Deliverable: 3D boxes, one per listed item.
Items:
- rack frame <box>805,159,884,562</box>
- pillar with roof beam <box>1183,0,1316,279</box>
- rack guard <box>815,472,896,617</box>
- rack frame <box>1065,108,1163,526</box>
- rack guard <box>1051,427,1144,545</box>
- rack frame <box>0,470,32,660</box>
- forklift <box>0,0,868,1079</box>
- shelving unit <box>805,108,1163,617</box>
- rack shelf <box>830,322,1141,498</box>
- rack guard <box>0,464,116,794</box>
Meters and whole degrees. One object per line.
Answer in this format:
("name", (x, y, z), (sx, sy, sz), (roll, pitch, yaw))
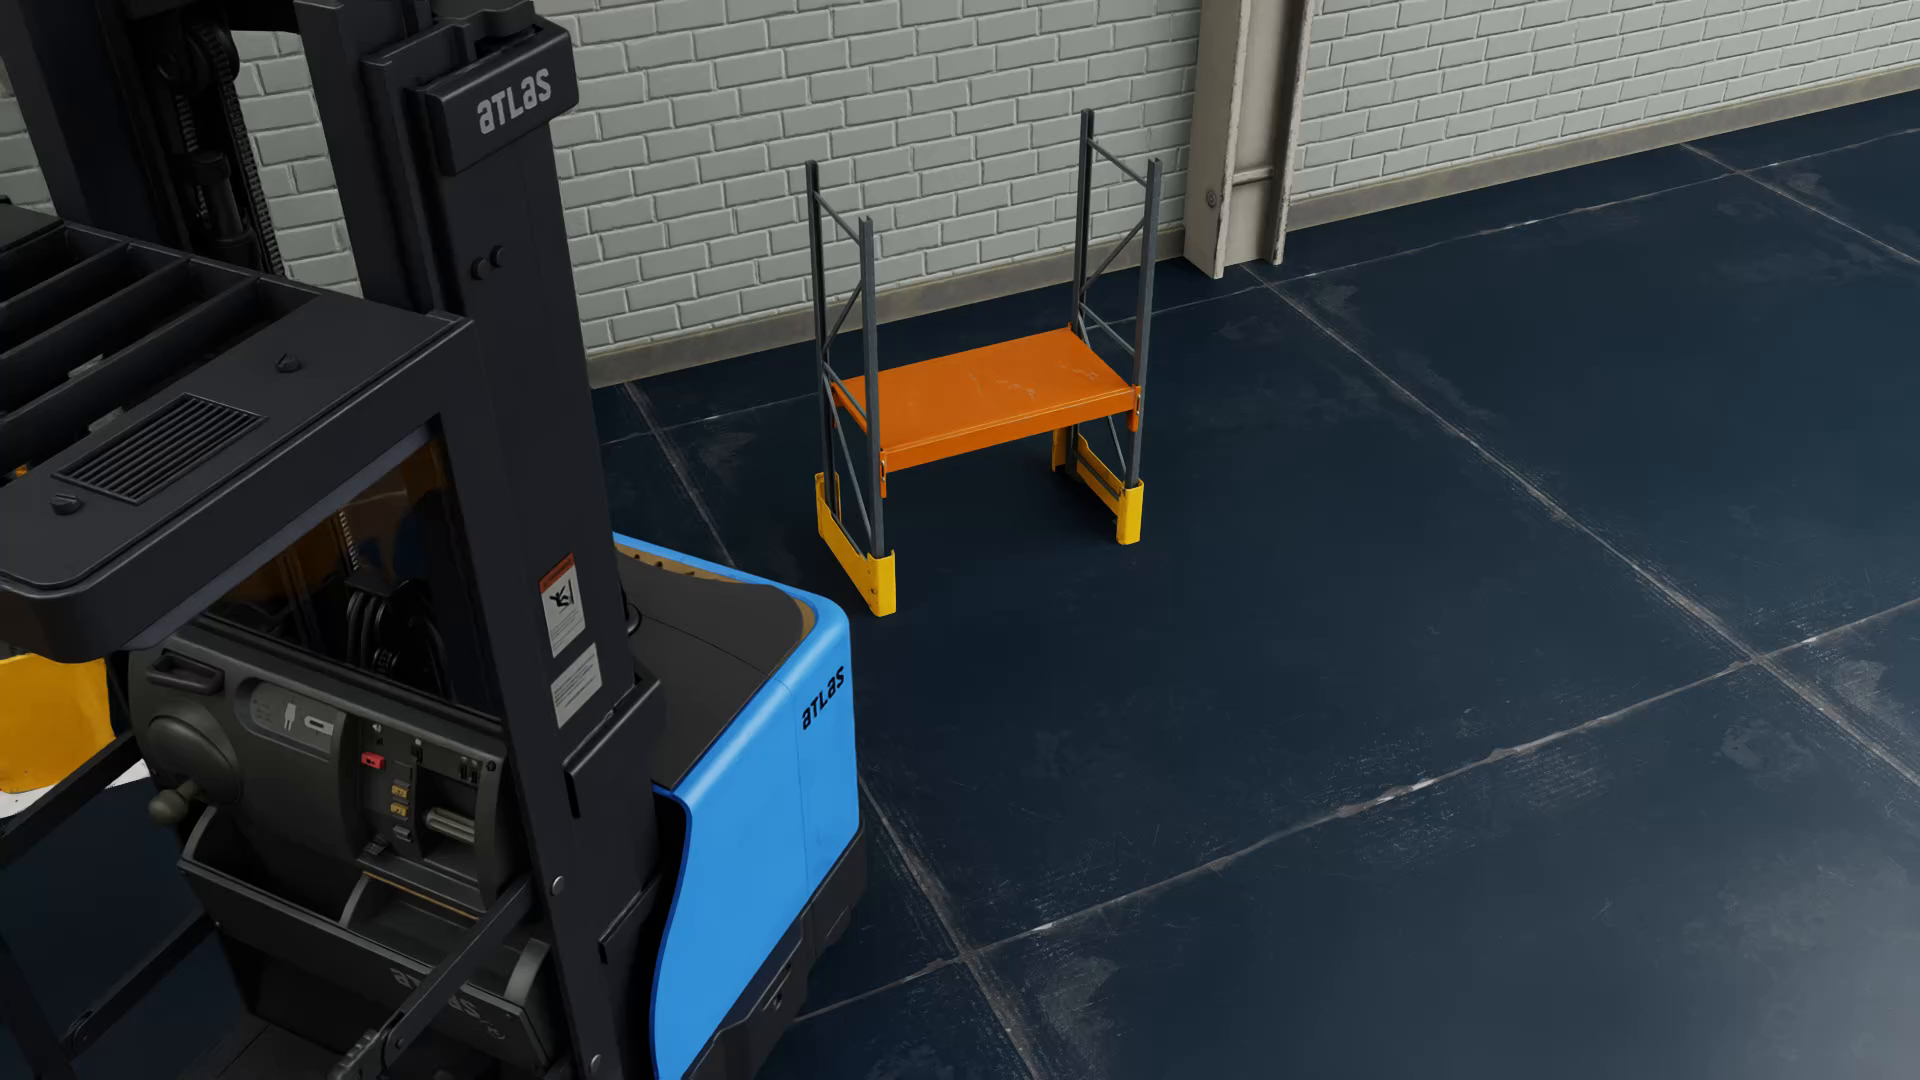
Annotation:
("rack frame", (-0.383, -0.495, 5.659), (0.032, 1.500, 0.500), (-16, 39, -20))
("pillar with roof beam", (3.150, -2.669, 2.294), (0.400, 9.000, 9.100), (-16, 39, -20))
("rack guard", (-0.382, 0.006, 6.032), (0.087, 0.250, 0.587), (-16, 39, -20))
("rack frame", (0.537, -0.753, 6.006), (0.032, 1.500, 0.500), (-16, 39, -20))
("rack guard", (0.520, -0.246, 6.371), (0.087, 0.250, 0.587), (-16, 39, -20))
("rack frame", (-3.097, -0.752, 4.746), (0.127, 3.000, 1.000), (-16, 39, -20))
("forklift", (-1.358, 0.514, 3.096), (1.130, 2.935, 3.031), (16, 39, 20))
("shelving unit", (0.069, -0.622, 5.829), (1.083, 1.500, 0.587), (-16, 39, -20))
("rack shelf", (0.077, -0.480, 5.939), (1.000, 0.185, 0.538), (-16, 39, -20))
("rack guard", (-3.075, 0.246, 5.499), (0.348, 0.500, 1.175), (-16, 39, -20))
